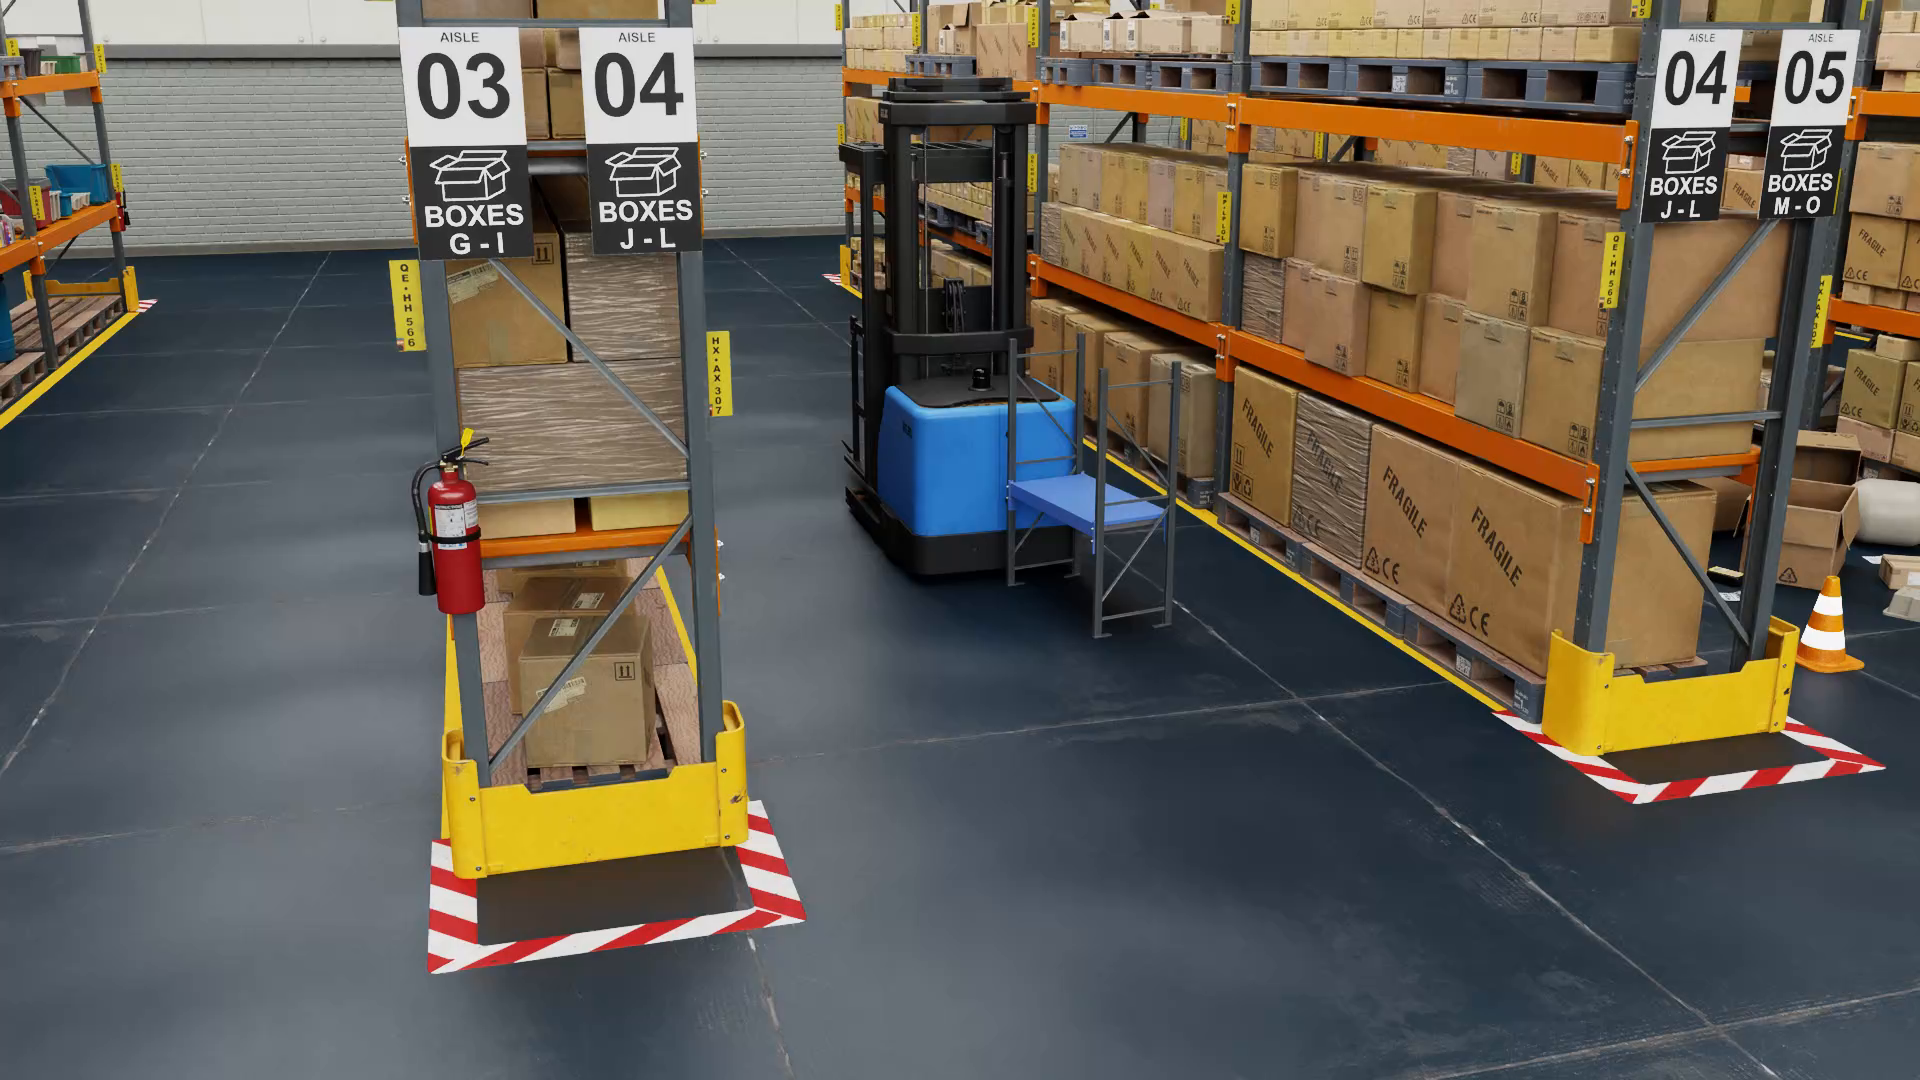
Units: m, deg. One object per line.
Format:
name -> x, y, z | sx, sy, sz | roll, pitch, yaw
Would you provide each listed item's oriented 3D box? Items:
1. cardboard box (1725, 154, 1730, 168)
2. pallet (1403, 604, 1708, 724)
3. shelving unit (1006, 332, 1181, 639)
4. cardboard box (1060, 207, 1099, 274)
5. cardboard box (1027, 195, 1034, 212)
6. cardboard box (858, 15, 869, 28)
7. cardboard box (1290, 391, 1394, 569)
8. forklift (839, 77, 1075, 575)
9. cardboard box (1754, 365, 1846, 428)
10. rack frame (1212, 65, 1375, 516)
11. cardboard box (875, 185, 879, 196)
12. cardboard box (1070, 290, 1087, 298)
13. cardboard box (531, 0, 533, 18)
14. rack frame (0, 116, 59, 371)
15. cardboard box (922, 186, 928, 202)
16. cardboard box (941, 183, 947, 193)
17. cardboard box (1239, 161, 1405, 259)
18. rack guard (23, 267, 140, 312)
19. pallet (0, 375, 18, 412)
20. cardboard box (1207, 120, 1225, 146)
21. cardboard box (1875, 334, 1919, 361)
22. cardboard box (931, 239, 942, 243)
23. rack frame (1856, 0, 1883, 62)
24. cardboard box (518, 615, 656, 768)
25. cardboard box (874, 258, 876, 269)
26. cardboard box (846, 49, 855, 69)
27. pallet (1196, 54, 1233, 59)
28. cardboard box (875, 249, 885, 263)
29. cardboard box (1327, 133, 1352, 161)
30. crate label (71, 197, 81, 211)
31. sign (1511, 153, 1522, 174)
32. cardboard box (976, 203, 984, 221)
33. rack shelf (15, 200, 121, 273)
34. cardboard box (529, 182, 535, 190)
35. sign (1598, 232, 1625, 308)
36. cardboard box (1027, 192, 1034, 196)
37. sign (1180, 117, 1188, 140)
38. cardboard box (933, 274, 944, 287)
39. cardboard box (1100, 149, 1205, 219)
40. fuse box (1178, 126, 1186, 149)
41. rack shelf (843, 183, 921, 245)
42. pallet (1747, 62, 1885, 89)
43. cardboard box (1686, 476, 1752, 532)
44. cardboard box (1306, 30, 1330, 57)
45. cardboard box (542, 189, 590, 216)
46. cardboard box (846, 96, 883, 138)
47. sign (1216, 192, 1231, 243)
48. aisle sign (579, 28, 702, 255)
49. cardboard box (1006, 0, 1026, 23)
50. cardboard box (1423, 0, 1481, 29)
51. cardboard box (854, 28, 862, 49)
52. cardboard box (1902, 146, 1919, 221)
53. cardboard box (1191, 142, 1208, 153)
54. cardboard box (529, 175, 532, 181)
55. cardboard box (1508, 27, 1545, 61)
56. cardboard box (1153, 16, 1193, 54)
cardboard box -> 6.340, -3.140, 13.643 | 0.380, 0.149, 0.250 | -5, 18, -18
pallet -> 3.056, 0.582, 8.649 | 1.003, 0.211, 1.213 | -5, 17, -15
shelving unit -> 0.734, -0.342, 9.483 | 0.538, 1.500, 1.048 | -8, 19, -25
cardboard box -> 1.159, -2.514, 13.932 | 0.500, 0.500, 0.500 | -5, 17, -16
cardboard box -> 0.579, -3.076, 15.167 | 0.380, 0.149, 0.250 | -4, 17, -14
cardboard box -> -1.053, -6.432, 20.635 | 0.380, 0.149, 0.250 | -4, 17, -14
cardboard box -> 2.609, -0.400, 10.034 | 0.875, 0.875, 0.875 | -5, 17, -15
forklift -> -0.170, -1.578, 11.111 | 1.130, 2.935, 3.031 | -5, 17, -15
cardboard box -> 6.837, -1.152, 13.411 | 0.950, 0.372, 0.625 | -4, 17, -15
rack frame -> 2.252, -1.645, 11.215 | 1.000, 3.000, 0.127 | -5, 17, -15
cardboard box -> -0.845, -4.375, 20.738 | 0.380, 0.149, 0.250 | -5, 17, -16
cardboard box -> 1.196, -2.325, 15.789 | 0.500, 0.250, 0.500 | -6, 18, -18
cardboard box -> -2.176, -3.043, 9.095 | 0.500, 0.500, 0.500 | -5, 17, -17
rack frame -> -9.506, -3.102, 16.066 | 1.000, 3.000, 0.127 | -5, 17, -15
cardboard box -> -0.199, -3.717, 17.820 | 0.380, 0.149, 0.250 | -4, 17, -14
cardboard box -> 0.012, -3.647, 17.068 | 0.380, 0.149, 0.250 | -4, 17, -13
cardboard box -> 2.320, -2.130, 10.690 | 0.875, 0.550, 0.550 | -5, 17, -15
rack guard -> -10.624, -3.017, 20.128 | 1.175, 0.500, 0.348 | -5, 17, -15
pallet -> -8.995, -1.212, 14.620 | 1.003, 0.211, 1.213 | -5, 17, -15
cardboard box -> 3.692, -5.613, 22.512 | 0.500, 0.500, 0.500 | -5, 17, -17
cardboard box -> 6.863, -1.395, 12.000 | 0.380, 0.149, 0.250 | -4, 17, -14
cardboard box -> -0.450, -3.823, 21.657 | 0.380, 0.149, 0.250 | -5, 17, -16
rack frame -> 6.984, -4.938, 11.748 | 1.000, 3.000, 0.127 | -5, 17, -15
cardboard box -> -1.601, 0.647, 7.198 | 0.500, 0.500, 0.500 | -1, 17, -5
cardboard box -> -1.009, -3.557, 21.288 | 0.380, 0.149, 0.250 | -4, 17, -14
cardboard box -> -1.168, -6.185, 21.375 | 0.500, 0.250, 0.500 | -4, 17, -13
pallet -> 3.900, -6.574, 22.562 | 1.003, 0.211, 1.213 | -5, 17, -15
cardboard box -> -0.848, -3.551, 20.751 | 0.380, 0.149, 0.250 | -4, 17, -14
cardboard box -> 4.629, -4.660, 19.339 | 0.500, 0.500, 0.500 | -4, 17, -15
crate label -> -10.041, -3.744, 18.555 | 0.396, 0.136, 0.243 | -5, 17, -15
sign -> 5.352, -3.681, 15.979 | 0.100, 0.325, 0.005 | -5, 17, -15
cardboard box -> 0.372, -3.142, 15.904 | 0.380, 0.149, 0.250 | -5, 17, -16
rack shelf -> -10.055, -3.311, 18.011 | 1.077, 0.370, 4.000 | -5, 17, -15
cardboard box -> -2.390, -1.529, 8.400 | 0.500, 0.500, 0.500 | -5, 17, -15
sign -> 2.826, -1.168, 7.201 | 0.100, 0.325, 0.005 | -5, 17, -15
cardboard box -> 0.577, -3.217, 15.119 | 0.380, 0.149, 0.250 | -5, 18, -17
sign -> 3.150, -5.794, 23.385 | 0.100, 0.325, 0.005 | -5, 17, -15
cardboard box -> 0.001, -2.637, 18.131 | 0.500, 0.500, 0.500 | -4, 17, -13
cardboard box -> 1.550, -2.872, 13.387 | 0.700, 0.500, 0.500 | -5, 17, -16
fuse box -> 4.173, -6.450, 29.452 | 0.539, 1.711, 0.414 | -5, 17, -15
rack shelf -> -0.496, -4.067, 20.527 | 1.077, 0.370, 4.000 | -5, 17, -15
pallet -> 6.916, -3.590, 12.803 | 1.213, 0.211, 1.003 | -5, 17, -15
cardboard box -> 4.901, -0.371, 11.077 | 0.797, 0.637, 0.503 | -5, 17, -15
cardboard box -> 2.234, -2.873, 9.622 | 0.380, 0.149, 0.250 | -5, 17, -16
cardboard box -> -1.747, -1.432, 8.078 | 0.500, 0.500, 0.500 | -5, 17, -15
cardboard box -> -1.178, -5.489, 21.581 | 0.500, 0.500, 0.500 | -5, 17, -16
sign -> 1.733, -2.116, 10.908 | 0.100, 0.325, 0.005 | -5, 17, -15
aisle sign -> -1.140, -1.426, 5.967 | 0.394, 0.787, 0.004 | -5, 17, -15
cardboard box -> 0.636, -4.835, 15.115 | 0.396, 0.266, 0.258 | -5, 17, -15
cardboard box -> 2.674, -2.686, 8.305 | 0.500, 0.250, 0.500 | -5, 17, -16
cardboard box -> -1.031, -6.282, 20.831 | 0.500, 0.250, 0.500 | -5, 17, -16
cardboard box -> 7.015, -2.452, 11.472 | 0.700, 0.500, 0.500 | -5, 17, -15
cardboard box -> 3.542, -5.276, 23.129 | 0.500, 0.500, 0.500 | -5, 17, -16
cardboard box -> -2.629, -2.000, 10.625 | 1.000, 1.000, 1.000 | -5, 17, -15
cardboard box -> 2.794, -2.310, 7.747 | 0.380, 0.149, 0.250 | -4, 17, -14
cardboard box -> 1.701, -3.583, 11.810 | 0.500, 0.250, 0.500 | -5, 17, -16
